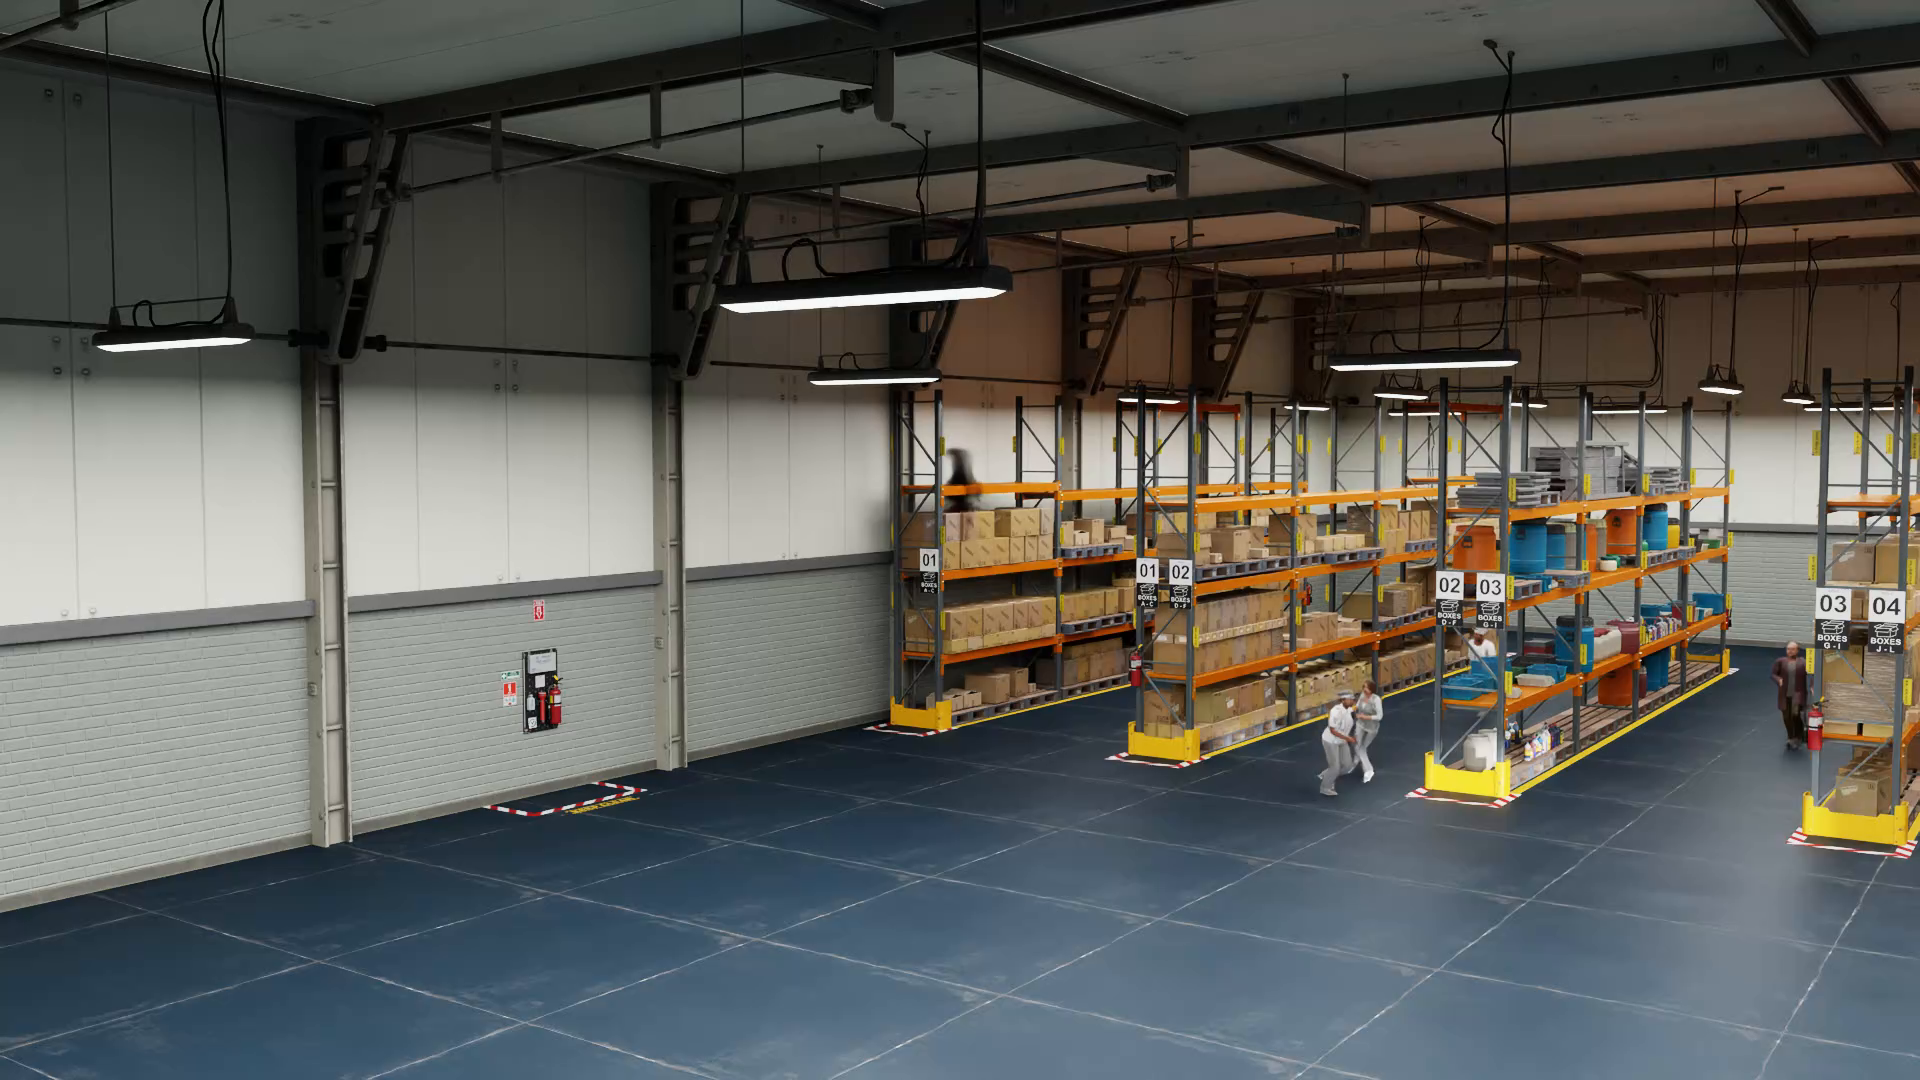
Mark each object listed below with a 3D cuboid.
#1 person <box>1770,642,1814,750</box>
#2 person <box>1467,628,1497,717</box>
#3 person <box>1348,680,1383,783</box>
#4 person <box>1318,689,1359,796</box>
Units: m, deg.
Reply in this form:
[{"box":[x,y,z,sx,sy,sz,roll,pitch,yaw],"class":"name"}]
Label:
[{"box":[13.747,2.576,27.454,0.688,1.780,0.823,3,4,38],"class":"person"},{"box":[9.532,2.417,30.552,0.703,1.715,0.798,3,4,42],"class":"person"},{"box":[6.045,2.828,24.941,0.697,1.536,0.654,2,4,32],"class":"person"},{"box":[5.393,2.880,23.750,0.554,1.572,0.741,-3,4,-41],"class":"person"}]
